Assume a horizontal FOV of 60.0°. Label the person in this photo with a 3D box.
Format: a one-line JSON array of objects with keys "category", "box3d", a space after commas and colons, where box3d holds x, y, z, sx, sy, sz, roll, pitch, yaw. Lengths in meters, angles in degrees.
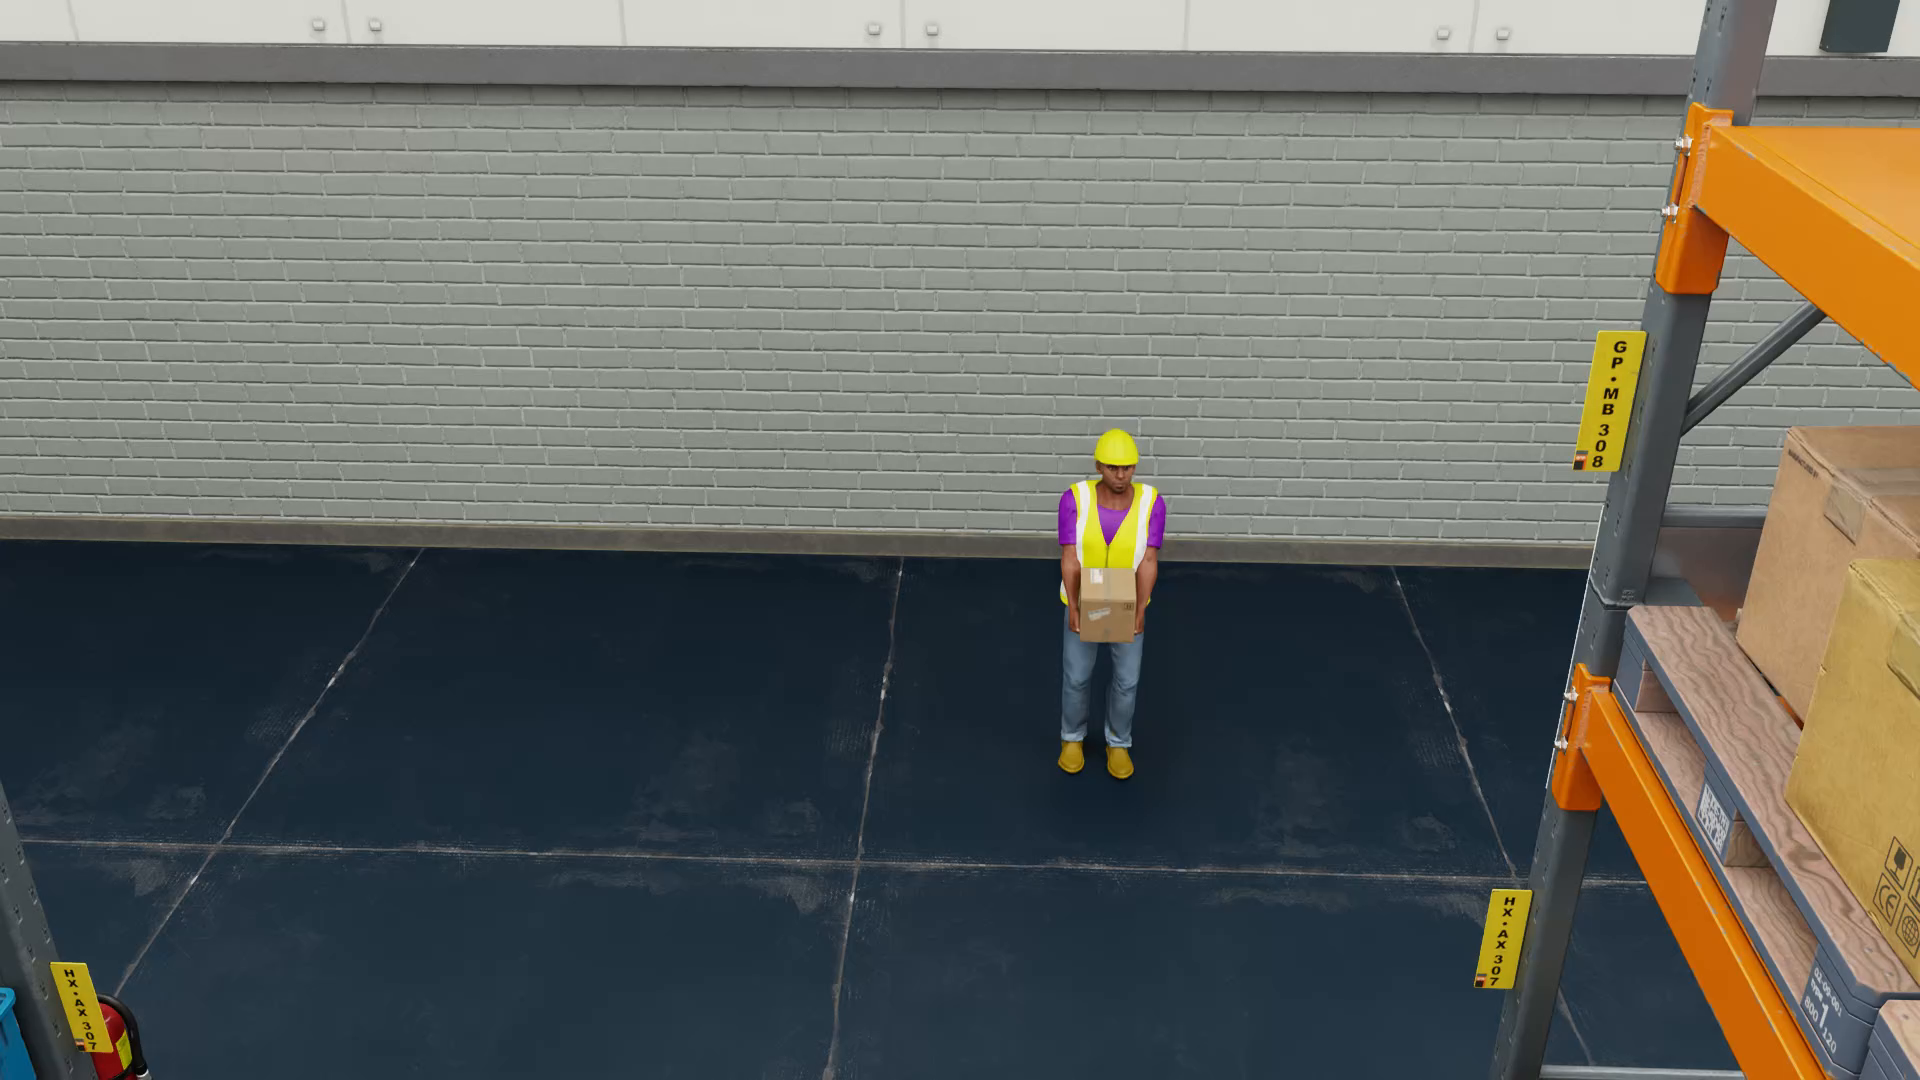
[{"category": "person", "box3d": [0.708, 0.351, 7.935, 0.503, 1.760, 0.586, 2, 28, 3]}]
